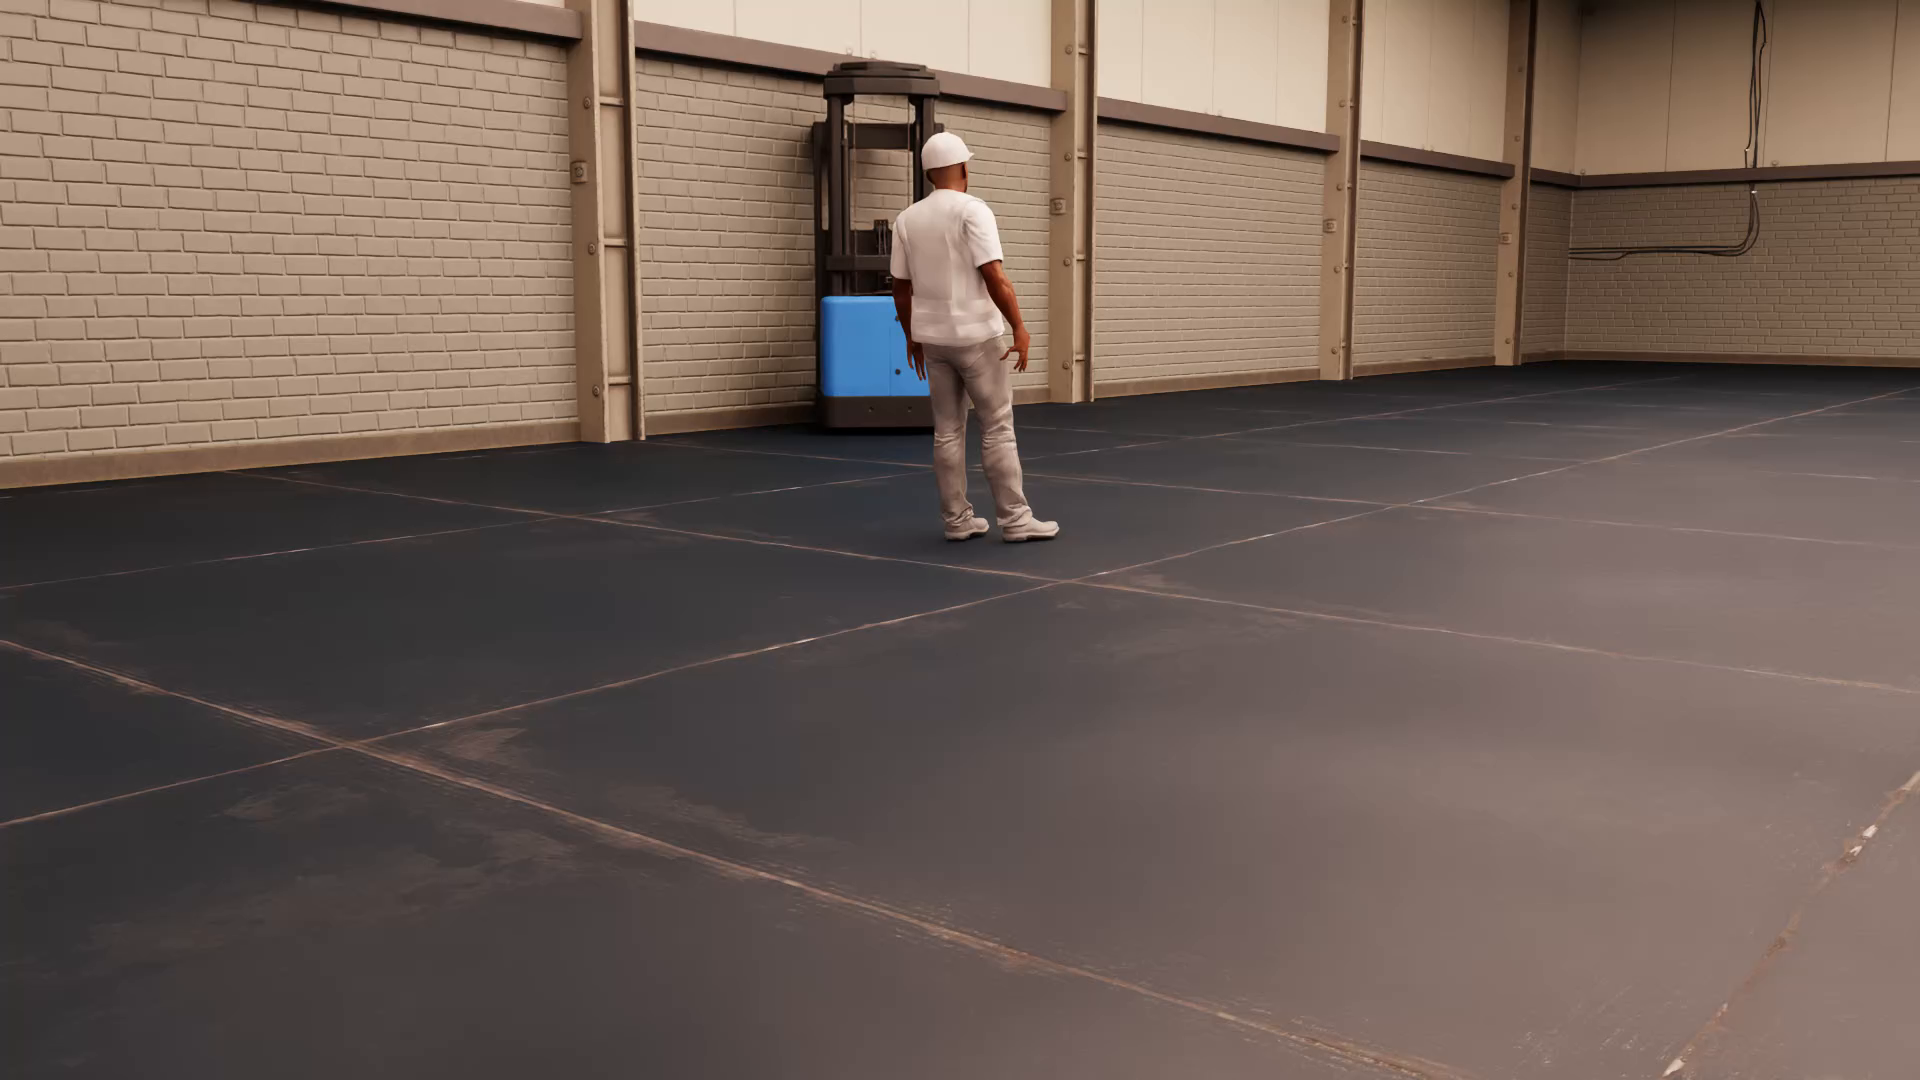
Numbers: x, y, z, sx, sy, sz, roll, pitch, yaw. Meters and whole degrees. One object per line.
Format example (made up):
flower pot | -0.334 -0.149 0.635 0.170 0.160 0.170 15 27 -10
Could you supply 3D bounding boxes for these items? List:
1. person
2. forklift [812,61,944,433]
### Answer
person | 0.048 -0.888 7.325 0.665 1.765 0.577 7 11 38
forklift | -0.701 -2.470 14.163 1.130 2.935 3.031 -1 8 -6
